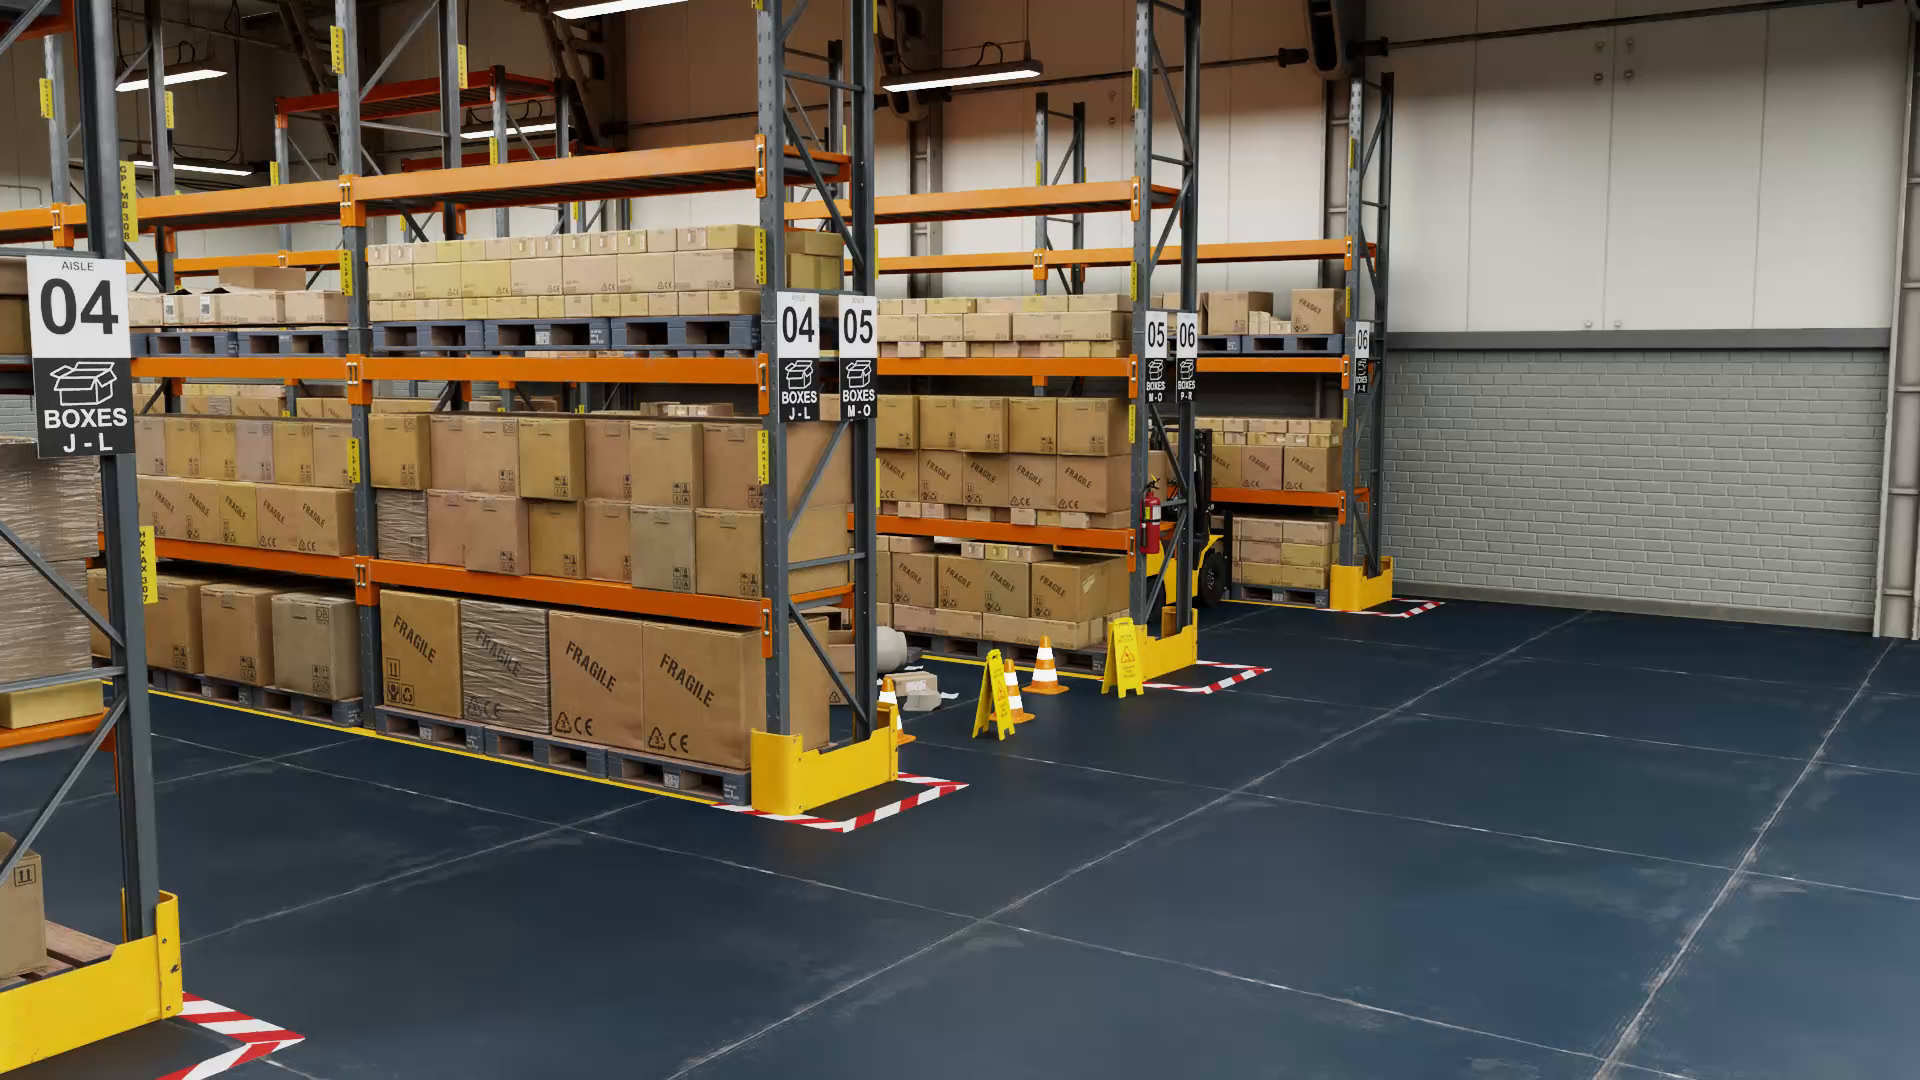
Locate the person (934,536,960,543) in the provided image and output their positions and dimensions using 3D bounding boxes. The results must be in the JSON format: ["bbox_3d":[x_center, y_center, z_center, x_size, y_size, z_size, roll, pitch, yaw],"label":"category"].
[{"bbox_3d":[-0.455,0.200,19.372,0.952,0.992,0.506,4,7,32],"label":"person"}]
